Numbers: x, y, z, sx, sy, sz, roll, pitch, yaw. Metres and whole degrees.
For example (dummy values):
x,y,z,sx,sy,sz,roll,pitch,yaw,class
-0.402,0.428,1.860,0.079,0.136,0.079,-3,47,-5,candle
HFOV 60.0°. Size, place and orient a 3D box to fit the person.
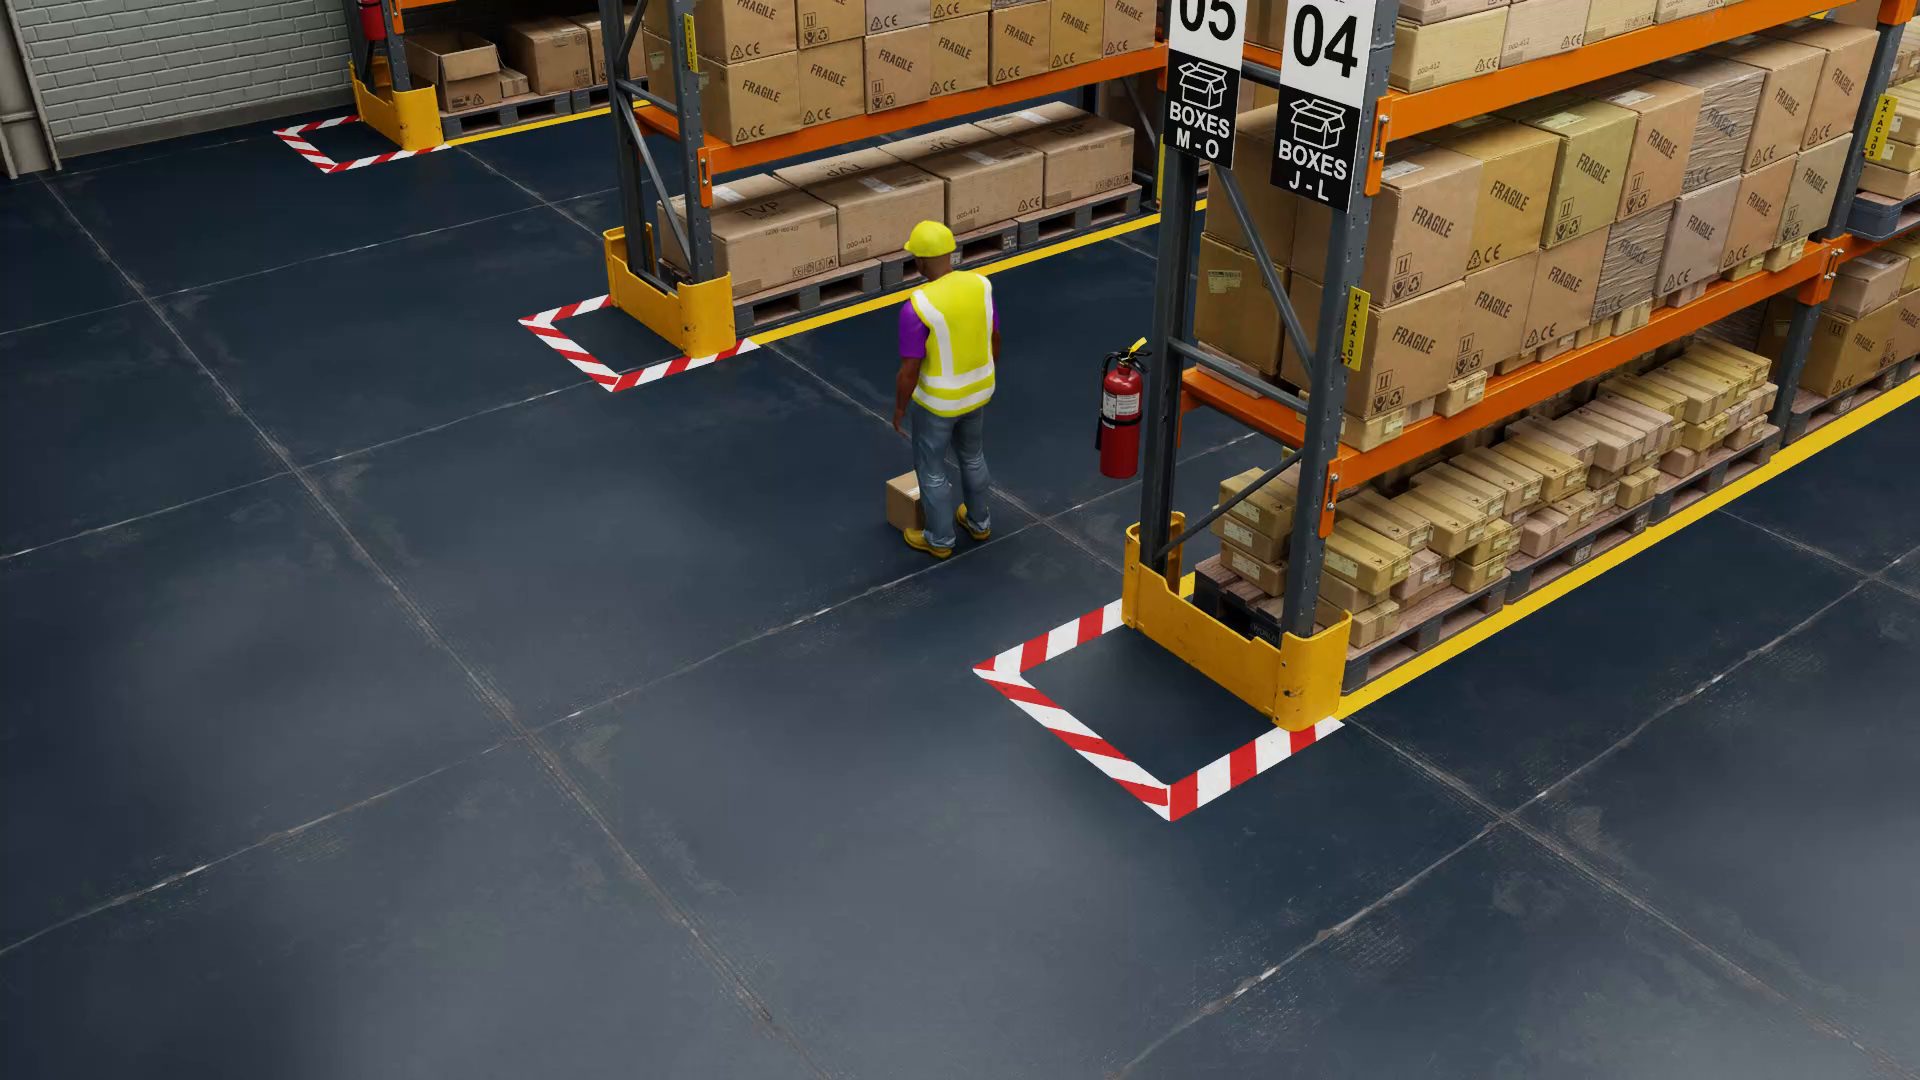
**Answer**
x,y,z,sx,sy,sz,roll,pitch,yaw,class
-0.073,-0.743,8.310,0.635,1.760,0.463,-23,39,-32,person
